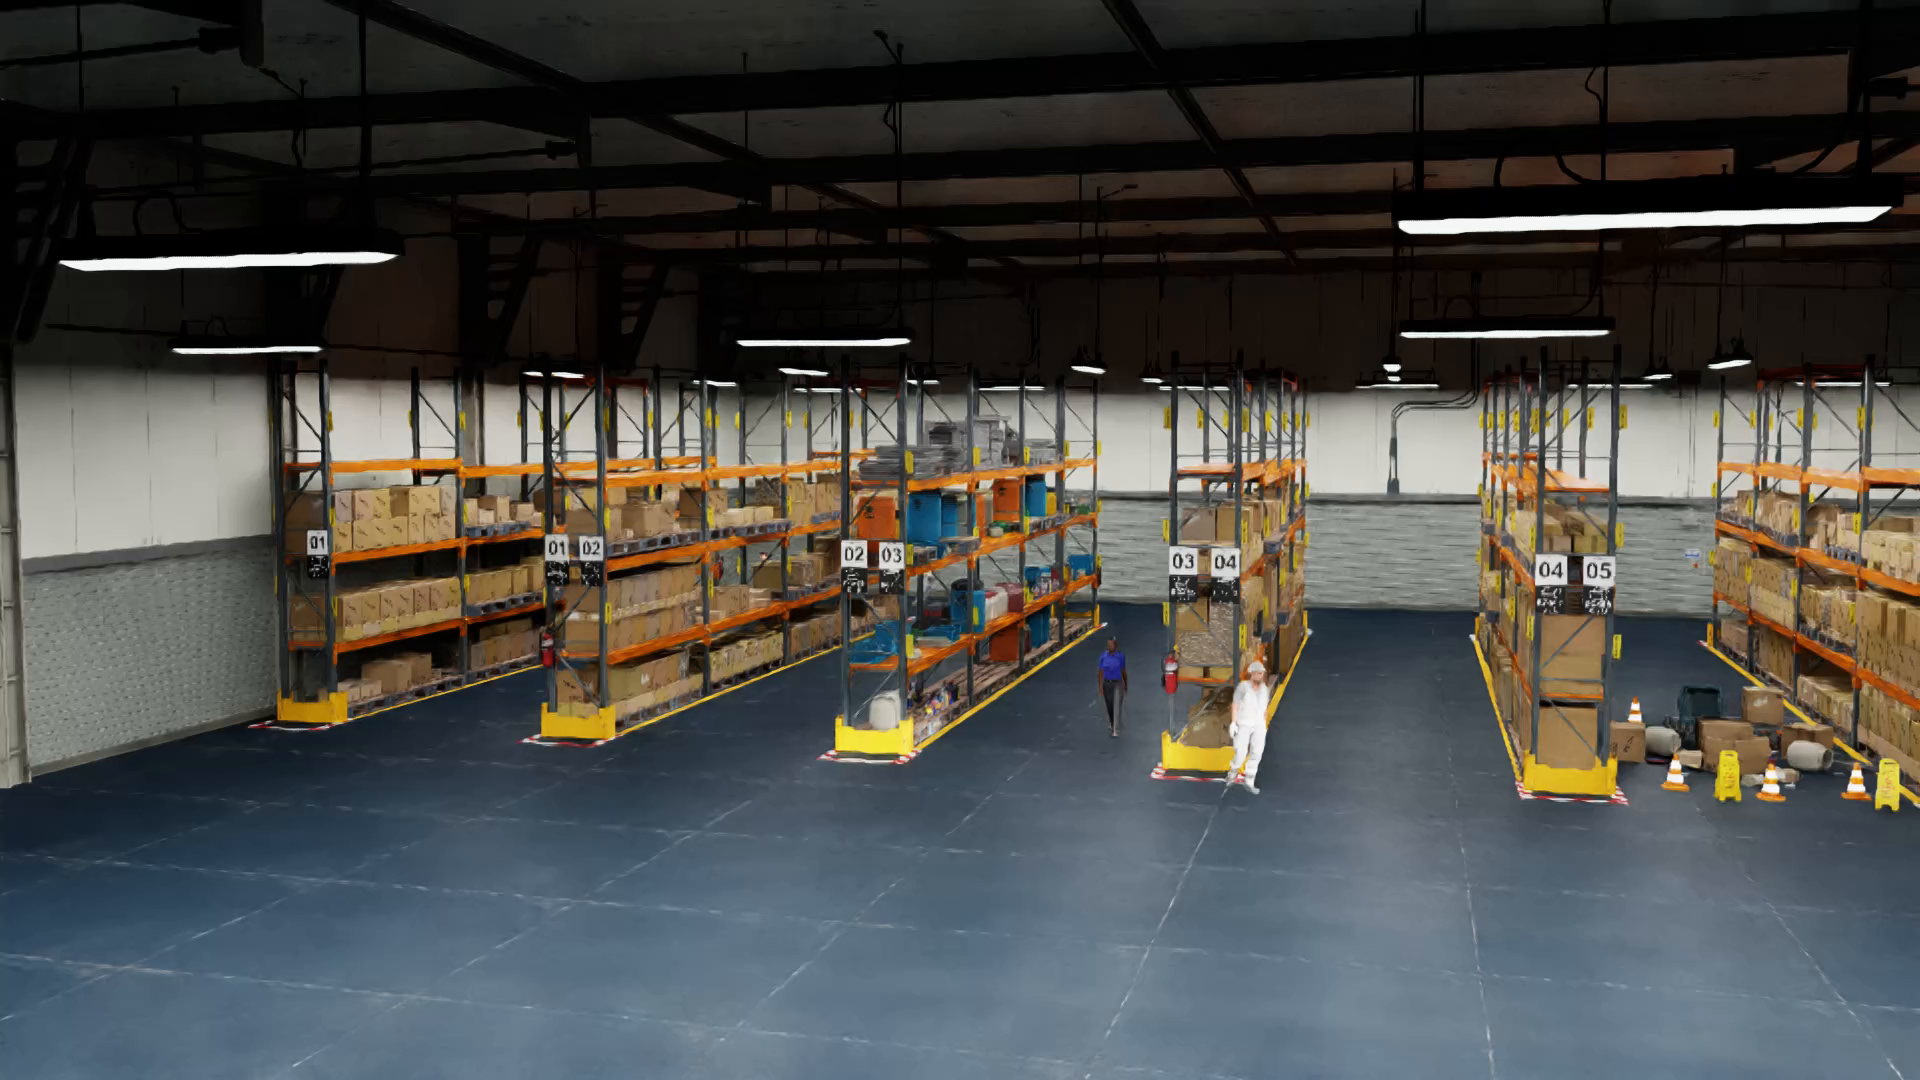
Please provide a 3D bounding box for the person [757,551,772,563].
[{"bbox_3d":[-5.069,1.092,43.246,0.598,1.619,0.507,1,4,13],"label":"person"}]

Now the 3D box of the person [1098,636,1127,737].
[{"bbox_3d":[2.412,2.298,26.437,0.447,1.574,1.088,1,4,17],"label":"person"}]

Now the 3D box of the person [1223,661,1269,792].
[{"bbox_3d":[3.879,2.504,22.465,0.589,1.777,0.577,-1,4,-20],"label":"person"}]

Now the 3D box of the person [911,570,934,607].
[{"bbox_3d":[-0.957,0.932,44.210,0.464,1.761,0.720,4,6,43],"label":"person"}]
